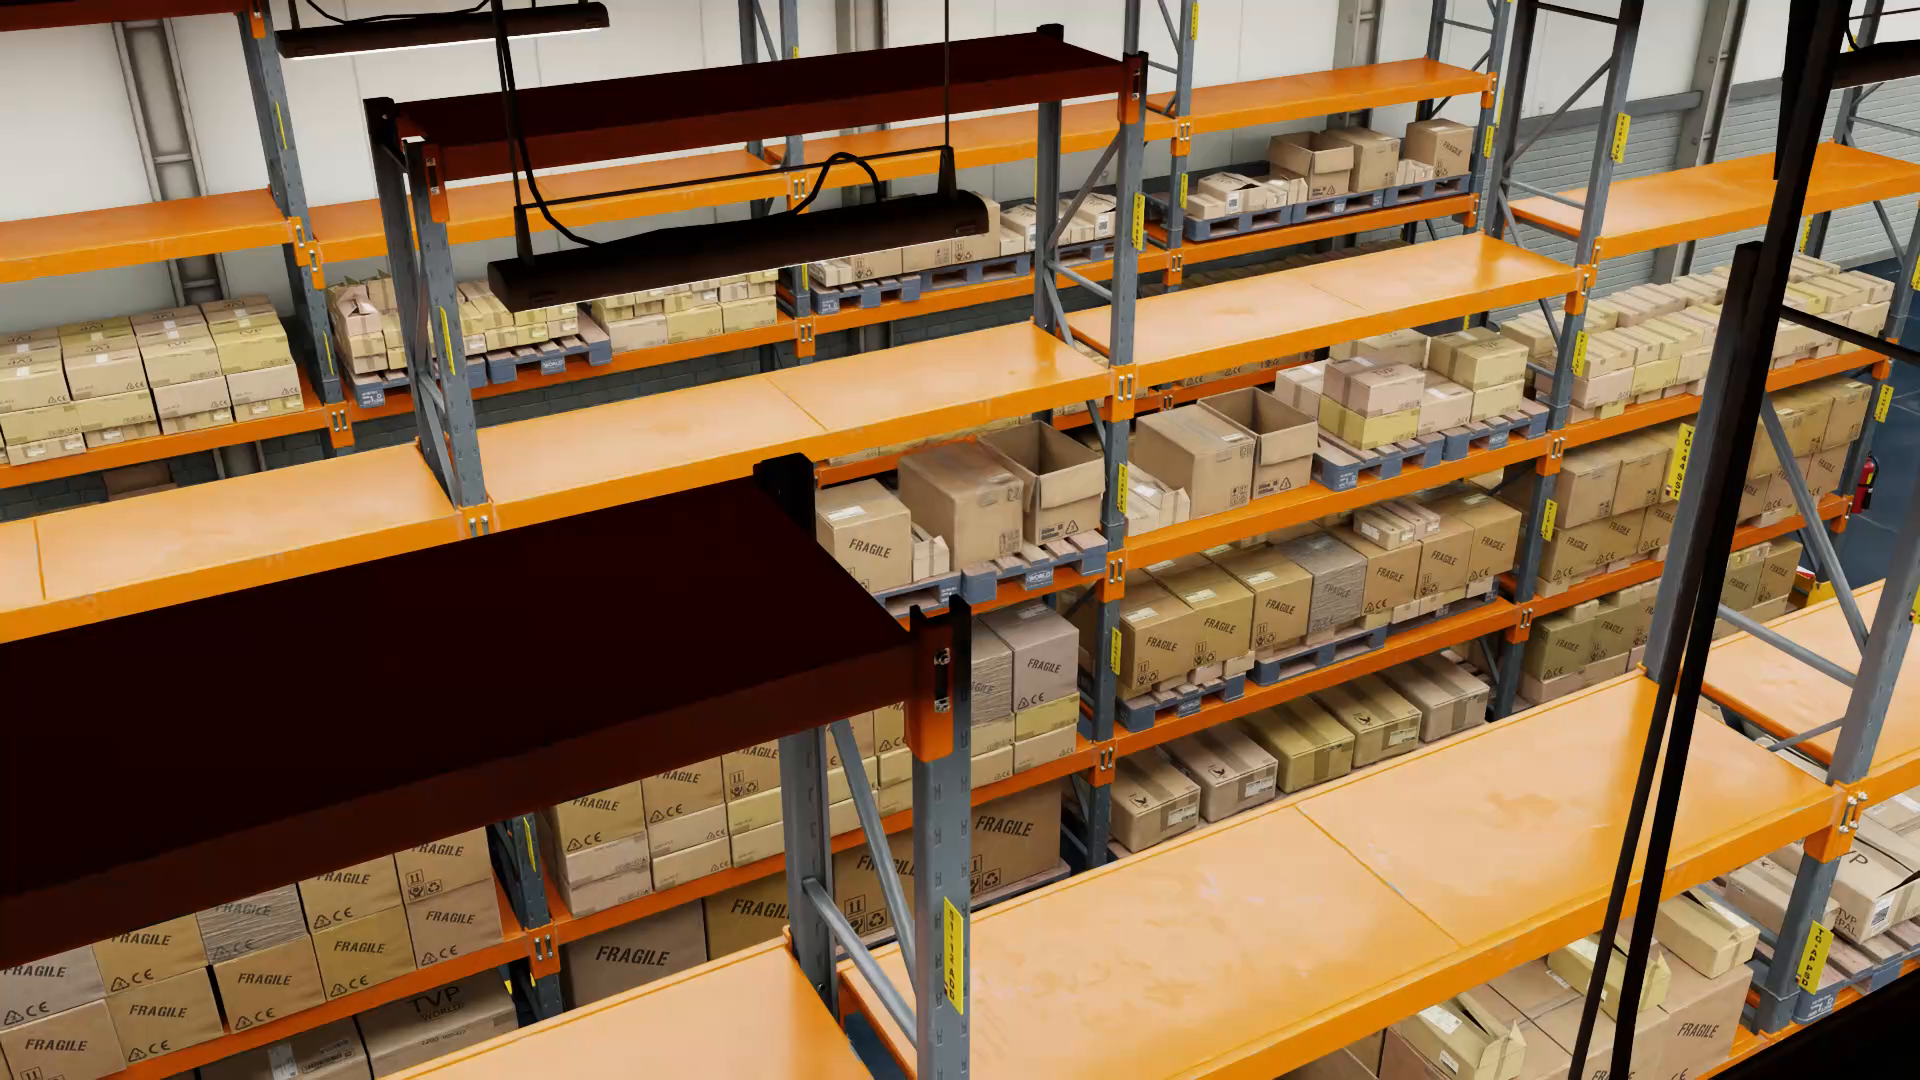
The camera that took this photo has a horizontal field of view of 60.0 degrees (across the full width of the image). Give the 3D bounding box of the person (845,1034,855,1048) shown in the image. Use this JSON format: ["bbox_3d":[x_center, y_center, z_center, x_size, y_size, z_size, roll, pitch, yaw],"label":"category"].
[{"bbox_3d":[-0.746,3.112,9.113,0.441,1.469,0.505,-17,32,-29],"label":"person"}]
